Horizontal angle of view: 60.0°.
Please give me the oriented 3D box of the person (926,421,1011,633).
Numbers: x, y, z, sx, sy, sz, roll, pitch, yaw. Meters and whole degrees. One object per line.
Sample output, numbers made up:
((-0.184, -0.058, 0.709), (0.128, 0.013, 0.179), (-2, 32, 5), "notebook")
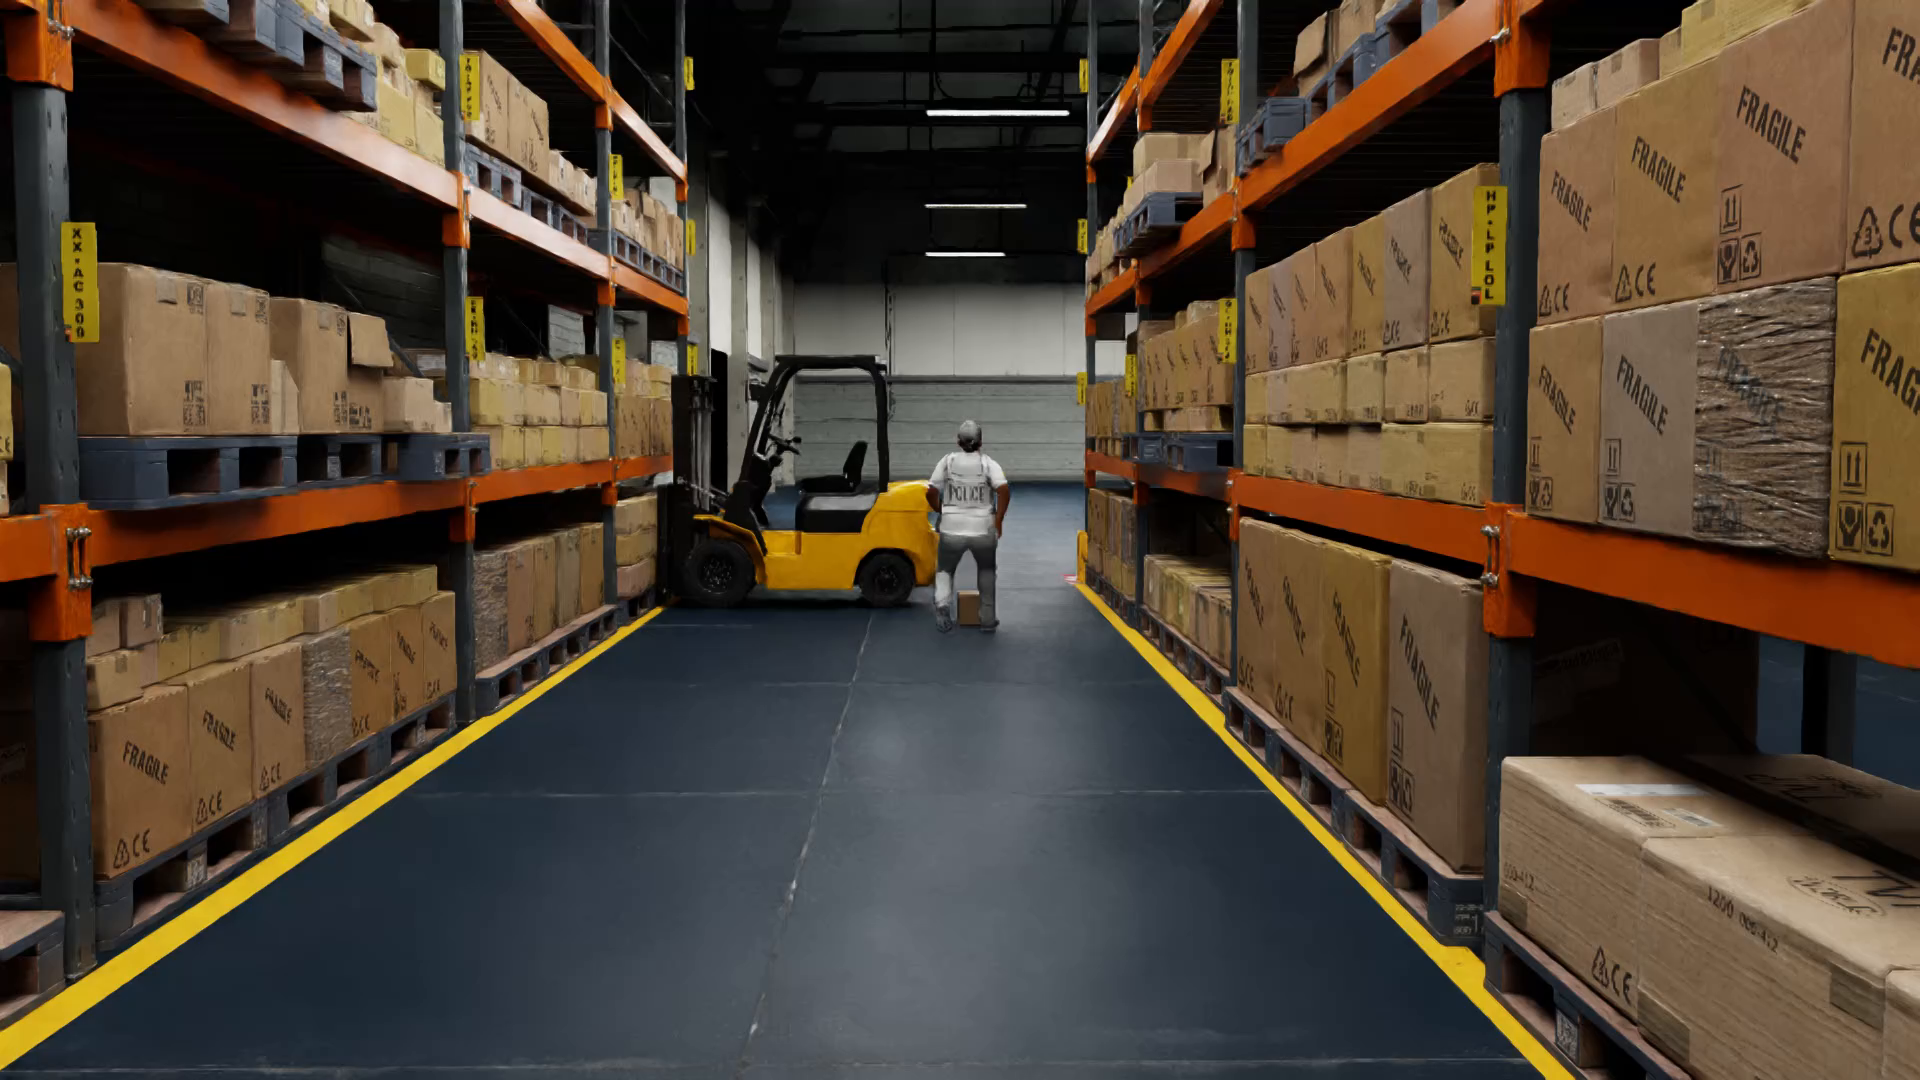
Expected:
((0.050, -0.093, 12.295), (0.612, 1.572, 0.763), (0, 4, -1), "person")
